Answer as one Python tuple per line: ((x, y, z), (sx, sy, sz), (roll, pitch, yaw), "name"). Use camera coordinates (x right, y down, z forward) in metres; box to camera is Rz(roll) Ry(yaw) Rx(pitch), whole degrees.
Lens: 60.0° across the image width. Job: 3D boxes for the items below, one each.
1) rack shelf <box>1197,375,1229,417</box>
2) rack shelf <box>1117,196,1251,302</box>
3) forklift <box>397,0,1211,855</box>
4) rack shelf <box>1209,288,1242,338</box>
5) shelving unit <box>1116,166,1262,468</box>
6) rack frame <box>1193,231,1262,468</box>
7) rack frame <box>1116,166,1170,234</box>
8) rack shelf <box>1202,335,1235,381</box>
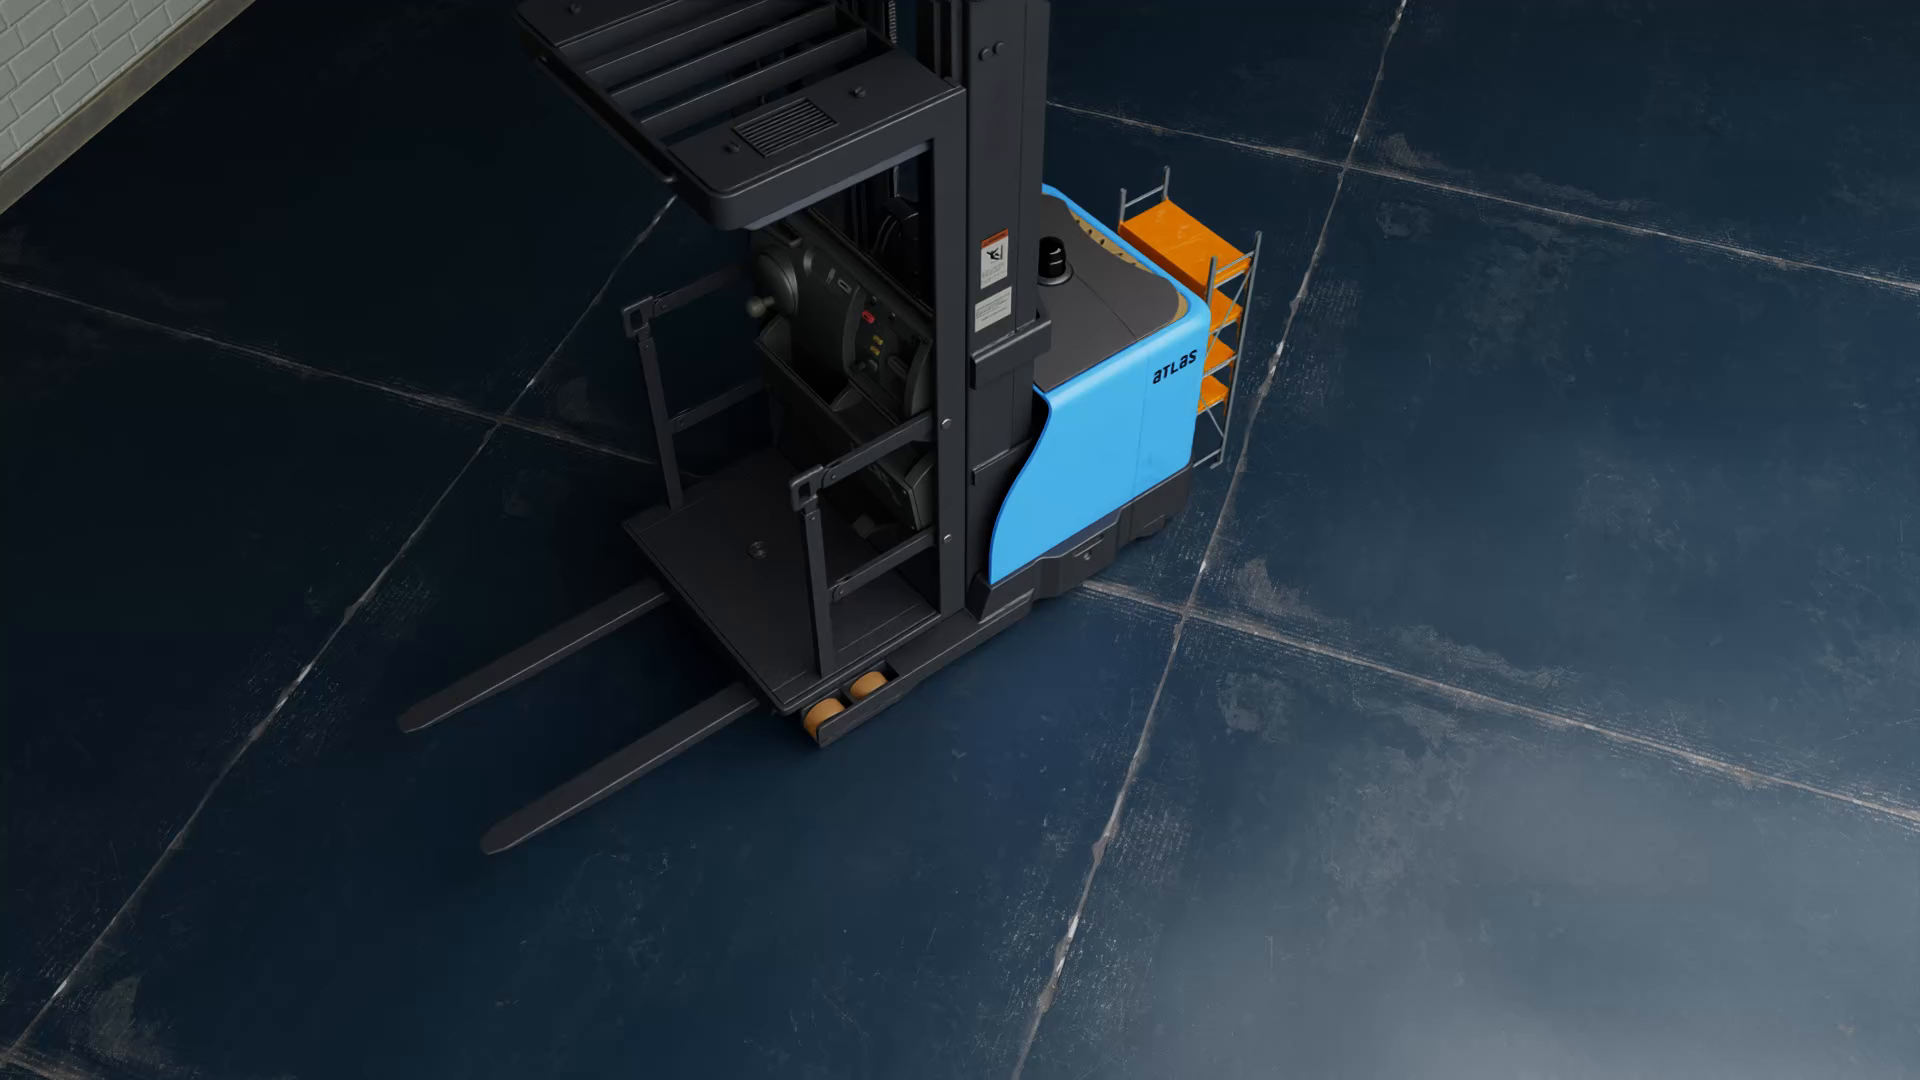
((0.839, -0.634, 6.724), (0.258, 0.148, 0.480), (-30, 56, -24), "rack shelf")
((0.839, -1.066, 6.226), (0.258, 0.148, 0.480), (-30, 56, -24), "rack shelf")
((-0.559, -0.687, 5.272), (3.031, 2.935, 1.130), (-30, 56, -24), "forklift")
((0.839, -0.911, 6.405), (0.258, 0.148, 0.480), (-30, 56, -24), "rack shelf")
((0.839, -0.808, 6.523), (0.258, 1.200, 0.503), (-30, 56, -24), "shelving unit")
((0.989, -0.663, 6.397), (0.240, 1.200, 0.015), (-30, 56, -24), "rack frame")
((0.689, -0.954, 6.649), (0.240, 1.200, 0.015), (-30, 56, -24), "rack frame")
((0.839, -0.764, 6.574), (0.258, 0.148, 0.480), (-30, 56, -24), "rack shelf")
